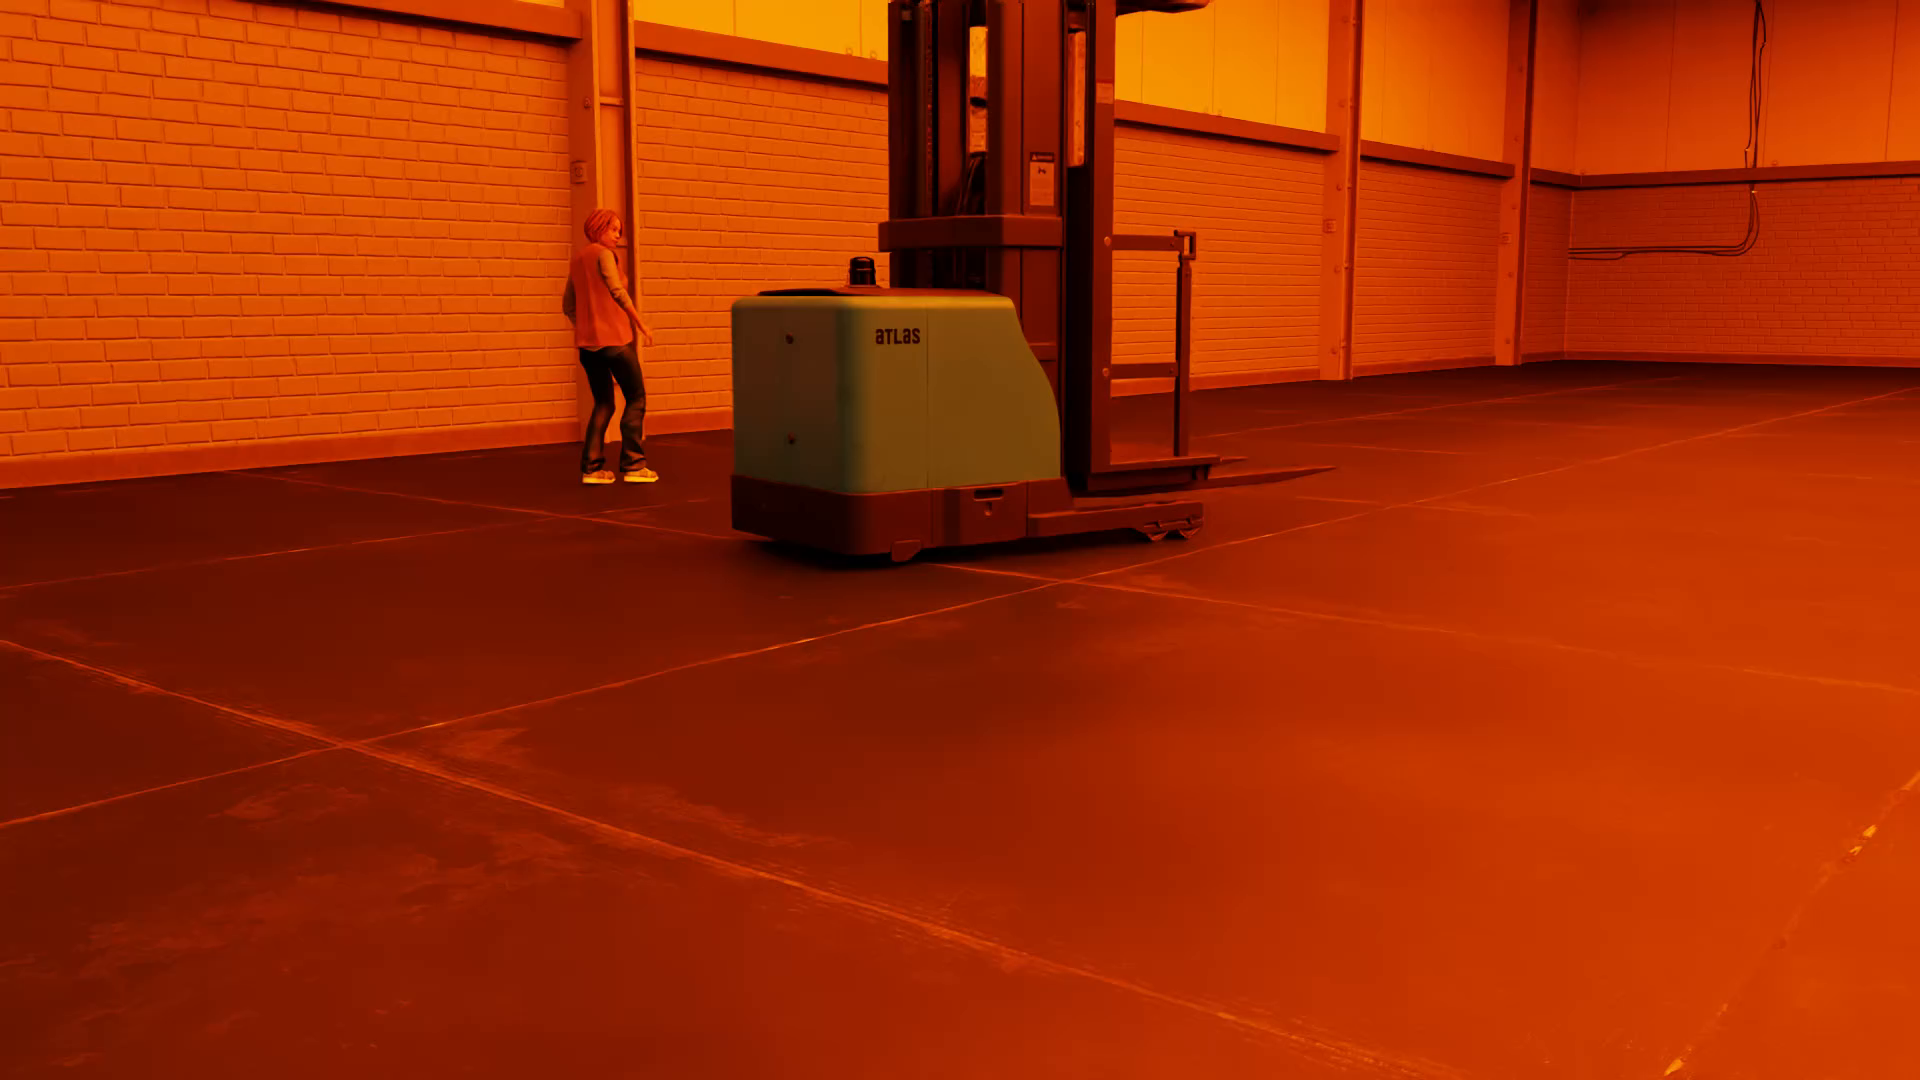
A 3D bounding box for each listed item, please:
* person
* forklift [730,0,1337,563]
[{"bbox_3d":[-2.022,-1.105,9.564,0.611,1.573,0.446,6,10,36],"label":"person"},{"bbox_3d":[0.487,-1.505,7.567,3.031,2.935,1.130,-6,10,-36],"label":"forklift"}]
